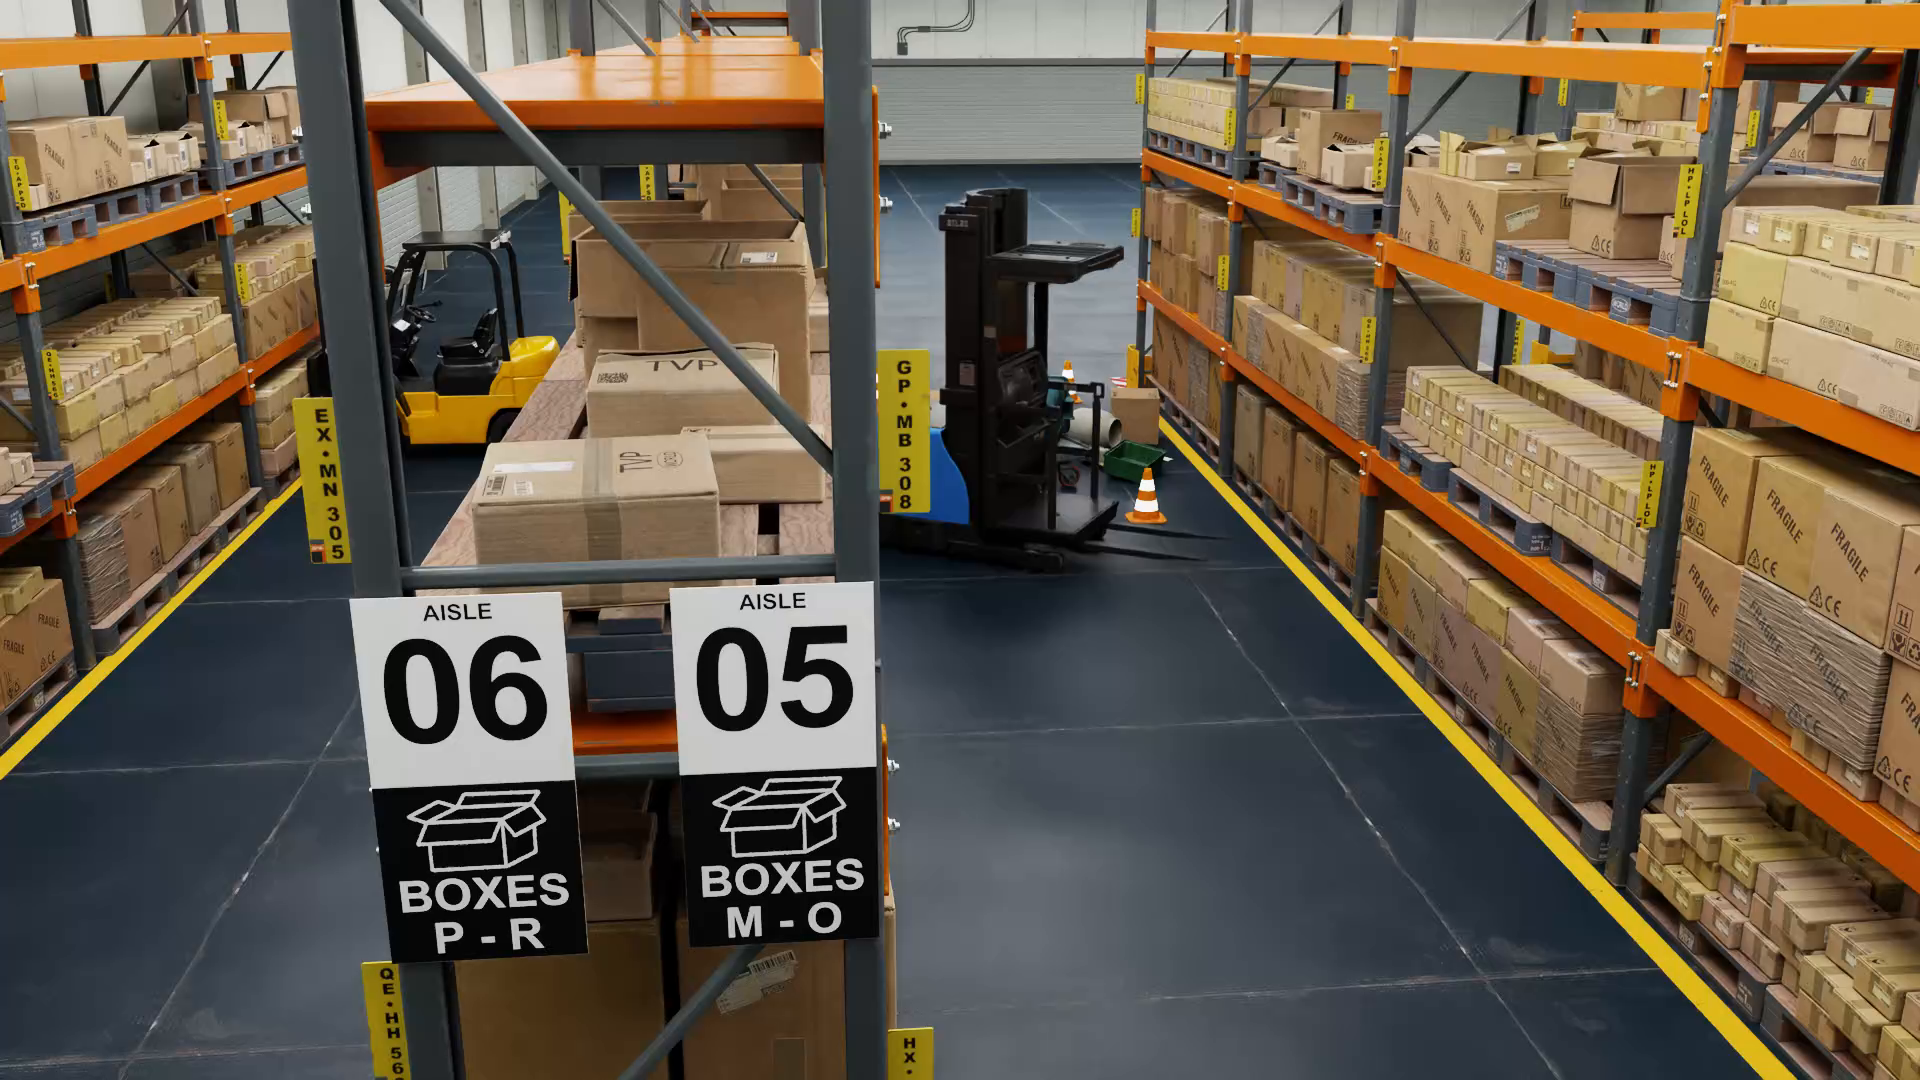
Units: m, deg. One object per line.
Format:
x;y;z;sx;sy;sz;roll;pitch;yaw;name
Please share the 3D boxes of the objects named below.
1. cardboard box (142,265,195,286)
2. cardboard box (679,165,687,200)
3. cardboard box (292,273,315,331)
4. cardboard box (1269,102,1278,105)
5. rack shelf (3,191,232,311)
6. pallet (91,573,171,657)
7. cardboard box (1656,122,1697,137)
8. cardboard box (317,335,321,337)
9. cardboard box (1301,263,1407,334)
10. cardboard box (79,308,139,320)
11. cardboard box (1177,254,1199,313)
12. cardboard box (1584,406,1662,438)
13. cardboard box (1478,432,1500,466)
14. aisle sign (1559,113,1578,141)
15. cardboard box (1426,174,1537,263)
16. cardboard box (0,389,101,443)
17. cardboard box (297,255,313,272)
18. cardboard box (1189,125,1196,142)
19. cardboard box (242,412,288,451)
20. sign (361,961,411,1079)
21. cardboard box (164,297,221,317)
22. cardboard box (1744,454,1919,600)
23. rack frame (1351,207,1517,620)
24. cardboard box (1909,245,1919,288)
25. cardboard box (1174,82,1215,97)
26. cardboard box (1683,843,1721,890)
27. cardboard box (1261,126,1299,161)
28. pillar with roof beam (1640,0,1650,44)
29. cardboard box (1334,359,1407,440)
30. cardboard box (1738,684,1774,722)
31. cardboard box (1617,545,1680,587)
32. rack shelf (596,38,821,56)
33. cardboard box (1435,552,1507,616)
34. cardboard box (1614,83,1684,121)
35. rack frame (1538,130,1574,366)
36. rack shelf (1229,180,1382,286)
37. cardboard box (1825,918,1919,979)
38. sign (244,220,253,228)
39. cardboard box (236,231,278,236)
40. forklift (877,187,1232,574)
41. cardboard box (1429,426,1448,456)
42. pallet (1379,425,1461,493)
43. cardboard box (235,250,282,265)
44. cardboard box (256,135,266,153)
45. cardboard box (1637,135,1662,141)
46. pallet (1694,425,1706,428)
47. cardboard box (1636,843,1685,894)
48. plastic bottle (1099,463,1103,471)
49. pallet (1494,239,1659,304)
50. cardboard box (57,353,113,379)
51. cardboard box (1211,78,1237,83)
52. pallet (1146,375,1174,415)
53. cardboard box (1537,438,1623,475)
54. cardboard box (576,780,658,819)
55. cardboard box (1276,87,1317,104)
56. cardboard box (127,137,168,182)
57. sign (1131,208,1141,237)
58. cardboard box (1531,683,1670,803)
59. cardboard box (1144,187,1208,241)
-7.154;-2.390;15.035;0.380;0.149;0.250;-2;18;-7;cardboard box
-1.672;-2.626;12.352;0.797;0.503;0.637;-2;18;-6;cardboard box
-6.776;-2.373;16.561;0.500;0.500;0.500;-2;18;-5;cardboard box
3.189;-4.121;16.172;0.500;0.250;0.500;-2;18;-6;cardboard box
-6.630;-2.221;12.437;1.077;0.370;4.000;-2;18;-6;rack shelf
-6.469;0.547;12.083;1.003;0.211;1.213;-2;18;-6;pallet
7.556;-4.303;17.452;0.380;0.149;0.250;-2;18;-8;cardboard box
-6.891;-2.159;18.265;0.500;0.250;0.500;-1;17;-4;cardboard box
3.229;-1.989;13.669;0.700;0.500;0.500;-2;18;-6;cardboard box
-7.012;-1.819;13.713;0.380;0.149;0.250;-2;18;-6;cardboard box
2.792;-2.730;17.615;0.875;0.550;0.500;-2;18;-6;cardboard box
4.065;-0.722;10.194;0.380;0.149;0.250;-1;17;-3;cardboard box
3.411;-0.563;10.185;0.380;0.149;0.250;-2;18;-6;cardboard box
7.241;-4.631;19.579;0.394;0.787;0.004;-2;18;-6;aisle sign
3.280;-2.026;10.449;0.500;0.500;0.500;-2;18;-6;cardboard box
-6.201;-0.845;11.276;0.500;0.250;0.500;-2;18;-6;cardboard box
-6.777;-2.802;16.844;0.380;0.149;0.250;-2;18;-5;cardboard box
2.526;-4.104;16.785;0.380;0.149;0.250;-2;18;-6;cardboard box
-6.579;-1.010;15.440;0.500;0.250;0.500;-2;18;-6;cardboard box
-1.202;1.039;3.531;0.100;0.325;0.005;-2;18;-6;sign
-6.580;-1.991;14.262;0.380;0.149;0.250;-1;17;-4;cardboard box
3.712;-0.054;7.007;0.500;0.500;0.500;-2;18;-7;cardboard box
3.427;-0.875;11.955;1.000;3.000;0.127;-2;18;-6;rack frame
3.716;-0.984;6.046;0.380;0.149;0.250;-1;17;-3;cardboard box
2.450;-4.710;17.384;0.380;0.149;0.250;-2;18;-6;cardboard box
3.674;1.525;7.872;0.380;0.149;0.250;-2;18;-5;cardboard box
2.828;-3.494;14.647;0.258;0.266;0.396;-2;18;-7;cardboard box
15.883;-15.326;47.970;9.100;9.000;0.400;-2;18;-6;pillar with roof beam
3.113;-1.048;12.341;0.500;0.500;0.500;-2;18;-6;cardboard box
3.723;0.684;7.410;0.380;0.149;0.250;-3;18;-8;cardboard box
3.602;0.124;8.491;0.380;0.149;0.250;-2;18;-7;cardboard box
-1.280;-2.424;8.743;1.077;0.370;4.000;-2;18;-6;rack shelf
3.348;0.272;10.524;0.500;0.250;0.500;-2;18;-5;cardboard box
7.430;-4.790;17.920;0.500;0.500;0.500;-2;18;-6;cardboard box
7.546;-3.381;19.939;1.000;3.000;0.127;-2;18;-6;rack frame
3.221;-2.558;13.512;1.077;0.370;4.000;-2;18;-6;rack shelf
3.818;1.694;6.839;0.380;0.149;0.250;-3;18;-8;cardboard box
-7.801;-3.356;18.282;0.100;0.325;0.005;-2;18;-6;sign
-7.391;-3.156;17.475;0.380;0.149;0.250;-1;17;-5;cardboard box
0.692;-1.308;13.451;3.031;2.935;1.130;8;19;23;forklift
3.328;-0.655;10.975;0.380;0.149;0.250;-1;17;-3;cardboard box
3.606;-0.574;11.318;1.213;0.211;1.003;-2;18;-6;pallet
-6.785;-2.714;16.066;0.380;0.149;0.250;-2;18;-6;cardboard box
-6.659;-3.660;15.372;0.380;0.149;0.250;-1;17;-4;cardboard box
7.503;-4.133;17.577;0.500;0.250;0.500;-1;17;-4;cardboard box
7.854;-1.058;17.195;1.003;0.211;1.213;-2;18;-6;pallet
3.557;1.595;8.146;0.380;0.149;0.250;-3;18;-8;cardboard box
1.485;-0.700;16.305;0.133;0.061;0.283;-12;21;-34;plastic bottle
3.772;-1.521;9.318;1.213;0.211;1.003;-2;18;-6;pallet
-6.283;-1.231;11.841;0.380;0.149;0.250;-2;17;-5;cardboard box
2.998;-5.034;18.415;0.380;0.149;0.250;-2;18;-5;cardboard box
2.762;-1.692;19.214;1.003;0.211;1.213;-2;18;-6;pallet
3.501;-0.469;9.390;0.380;0.149;0.250;-2;18;-7;cardboard box
-0.948;0.682;4.078;0.380;0.149;0.250;-1;17;-5;cardboard box
3.261;-4.277;16.004;0.380;0.149;0.250;-2;18;-6;cardboard box
-6.440;-2.929;12.771;0.500;0.311;0.500;-2;18;-8;cardboard box
2.049;-3.694;19.357;0.100;0.325;0.005;-2;18;-6;sign
3.512;1.097;9.148;0.500;0.500;0.500;-2;18;-7;cardboard box
2.601;-3.733;19.007;0.875;0.550;0.550;-2;18;-6;cardboard box
